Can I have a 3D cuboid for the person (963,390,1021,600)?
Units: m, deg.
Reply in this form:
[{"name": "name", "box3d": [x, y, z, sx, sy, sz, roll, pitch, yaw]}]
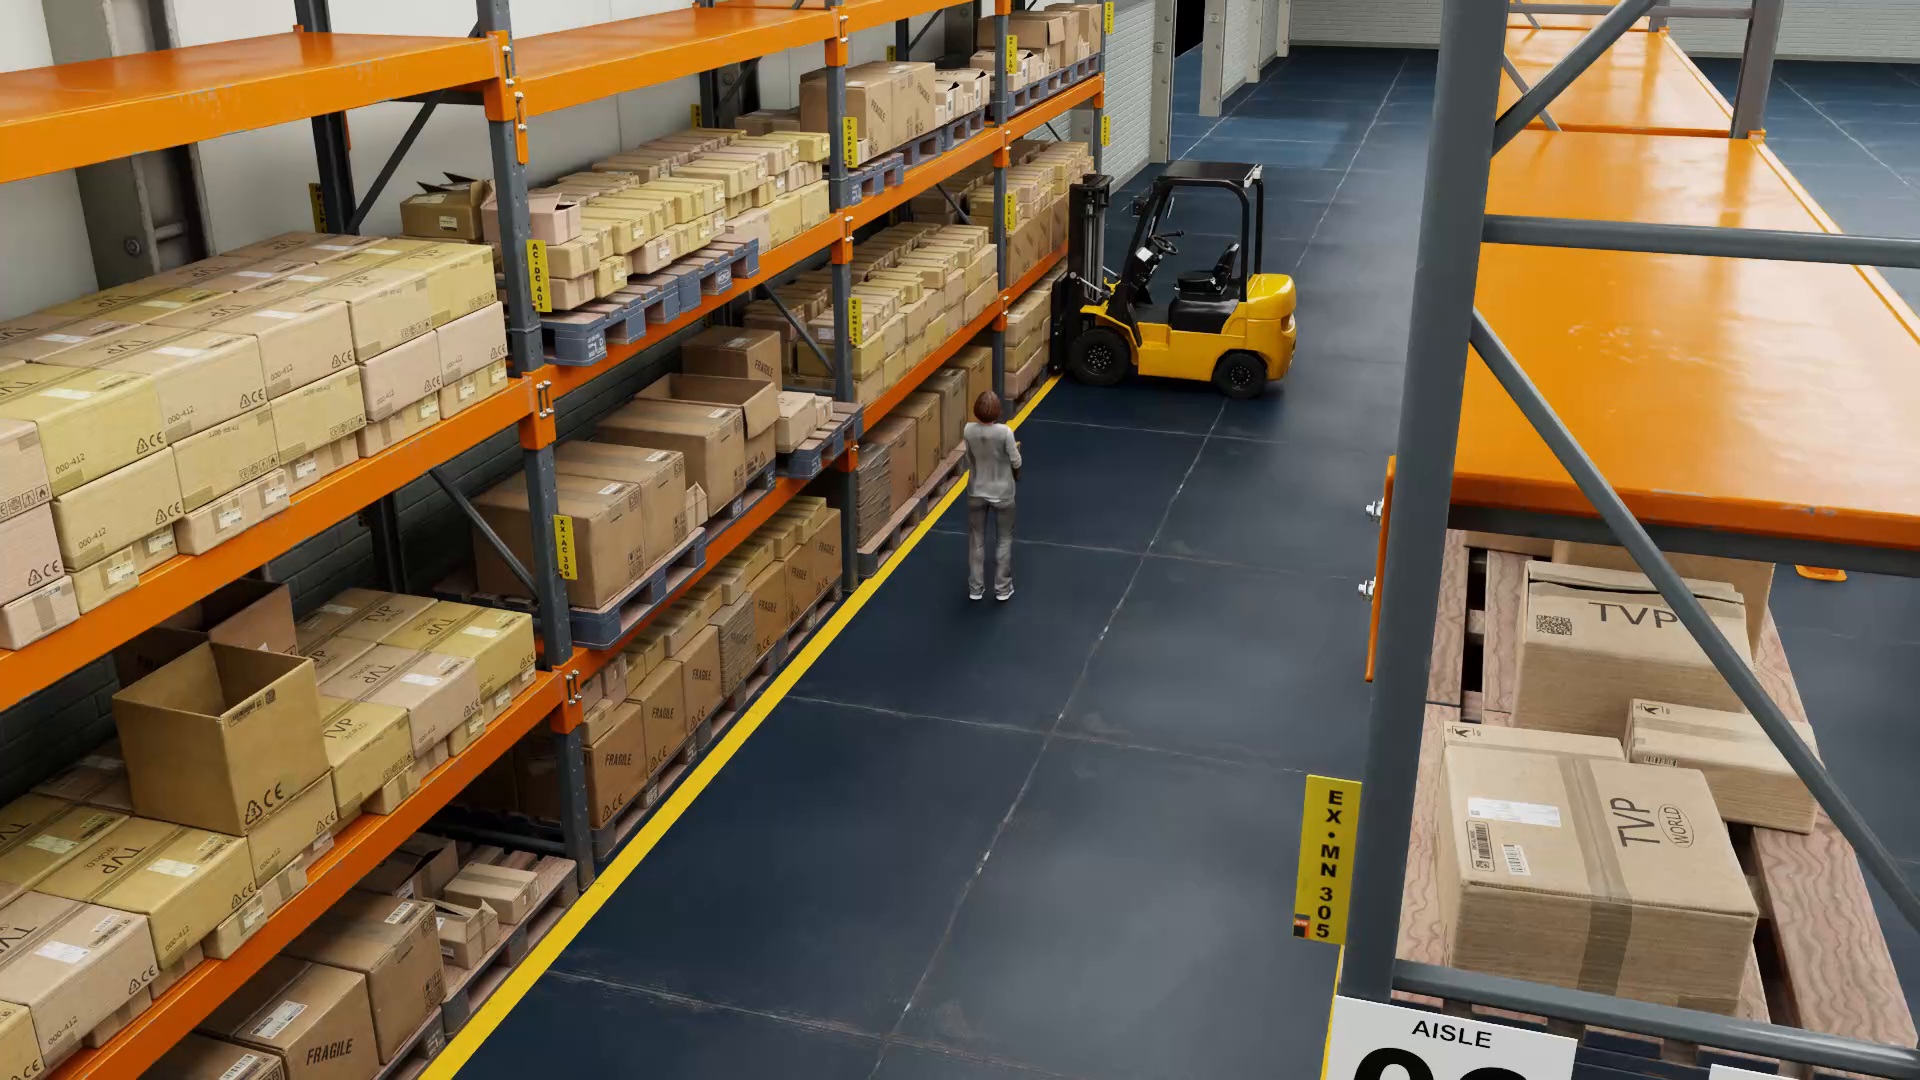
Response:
[{"name": "person", "box3d": [0.240, -0.346, 11.941, 0.404, 1.591, 0.492, 5, 23, 13]}]
